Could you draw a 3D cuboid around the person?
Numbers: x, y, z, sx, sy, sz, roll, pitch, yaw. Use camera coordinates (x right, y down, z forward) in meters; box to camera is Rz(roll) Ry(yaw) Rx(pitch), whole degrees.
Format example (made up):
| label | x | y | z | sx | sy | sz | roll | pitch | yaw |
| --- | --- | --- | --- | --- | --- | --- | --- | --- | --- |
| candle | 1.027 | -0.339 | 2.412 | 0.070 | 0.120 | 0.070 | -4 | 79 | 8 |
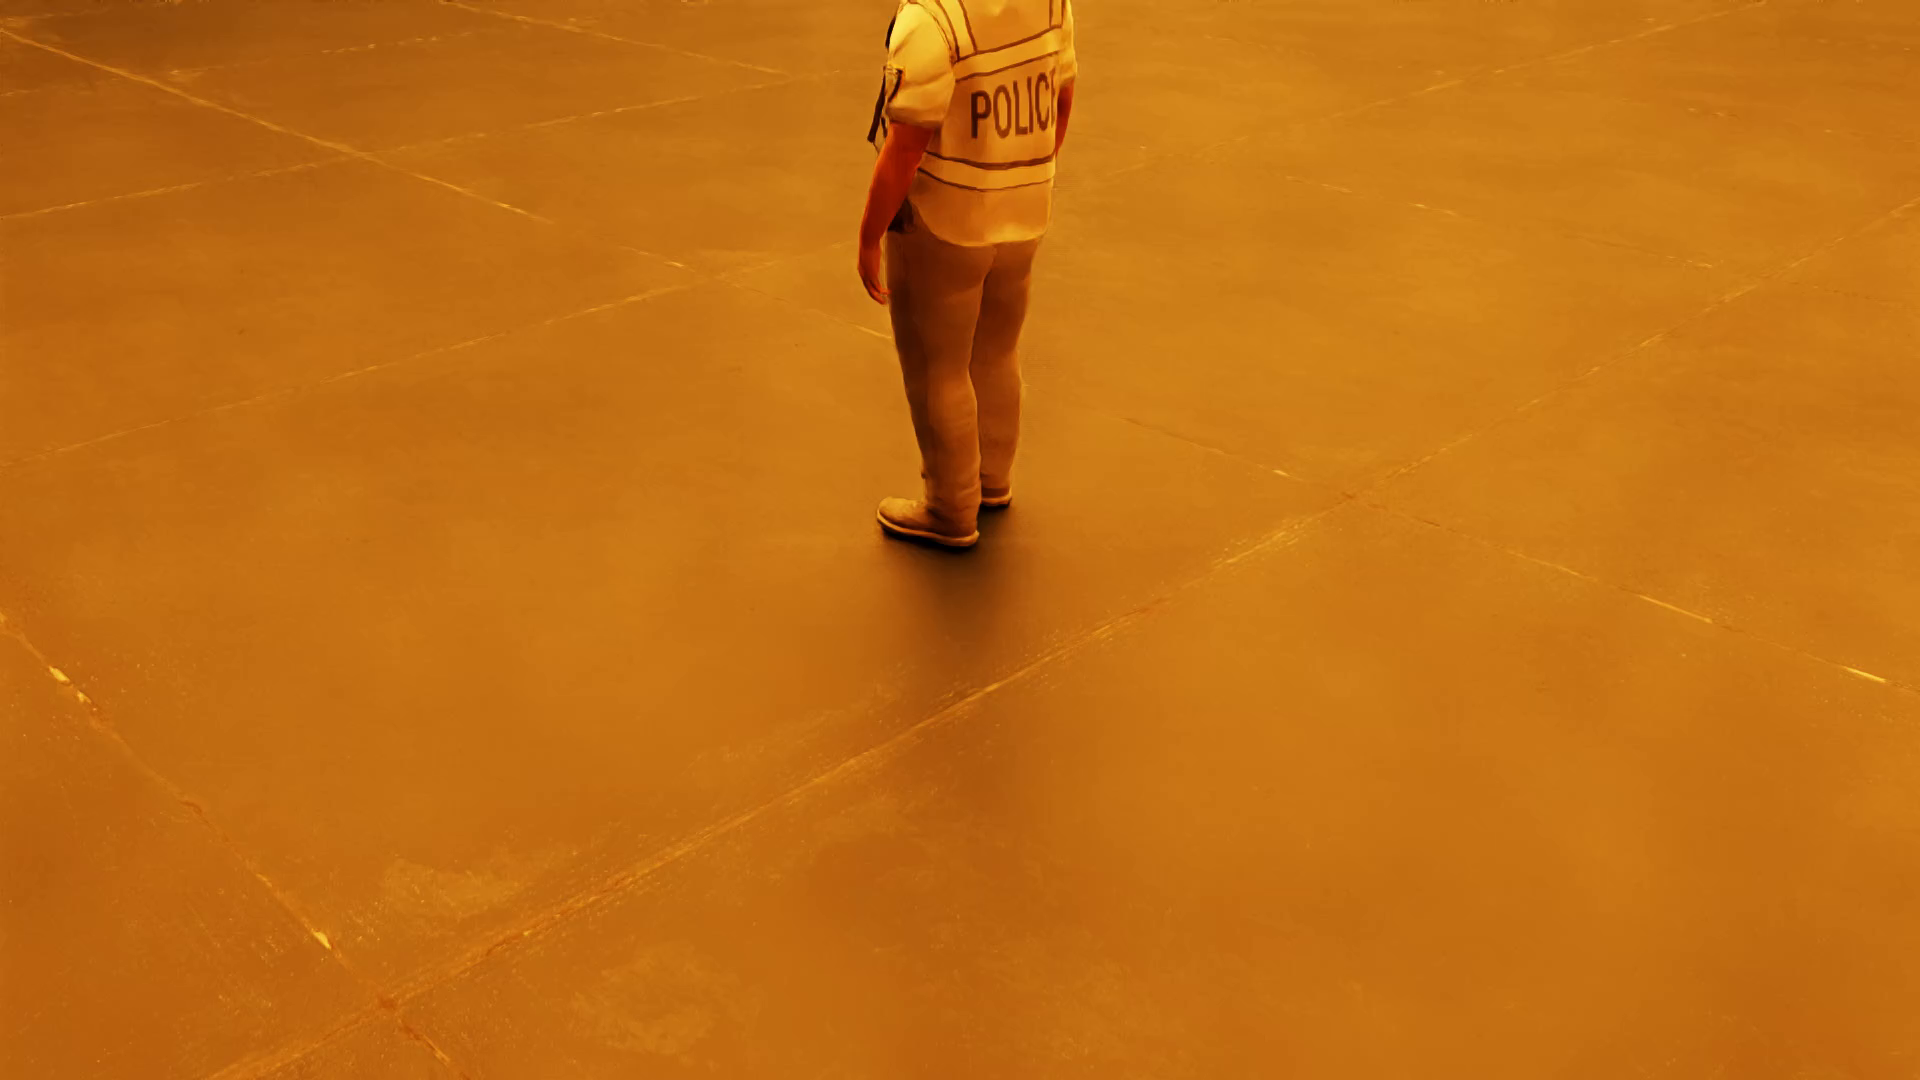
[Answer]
| label | x | y | z | sx | sy | sz | roll | pitch | yaw |
| --- | --- | --- | --- | --- | --- | --- | --- | --- | --- |
| person | -0.046 | -0.835 | 4.204 | 0.640 | 1.781 | 0.574 | -24 | 35 | -39 |
